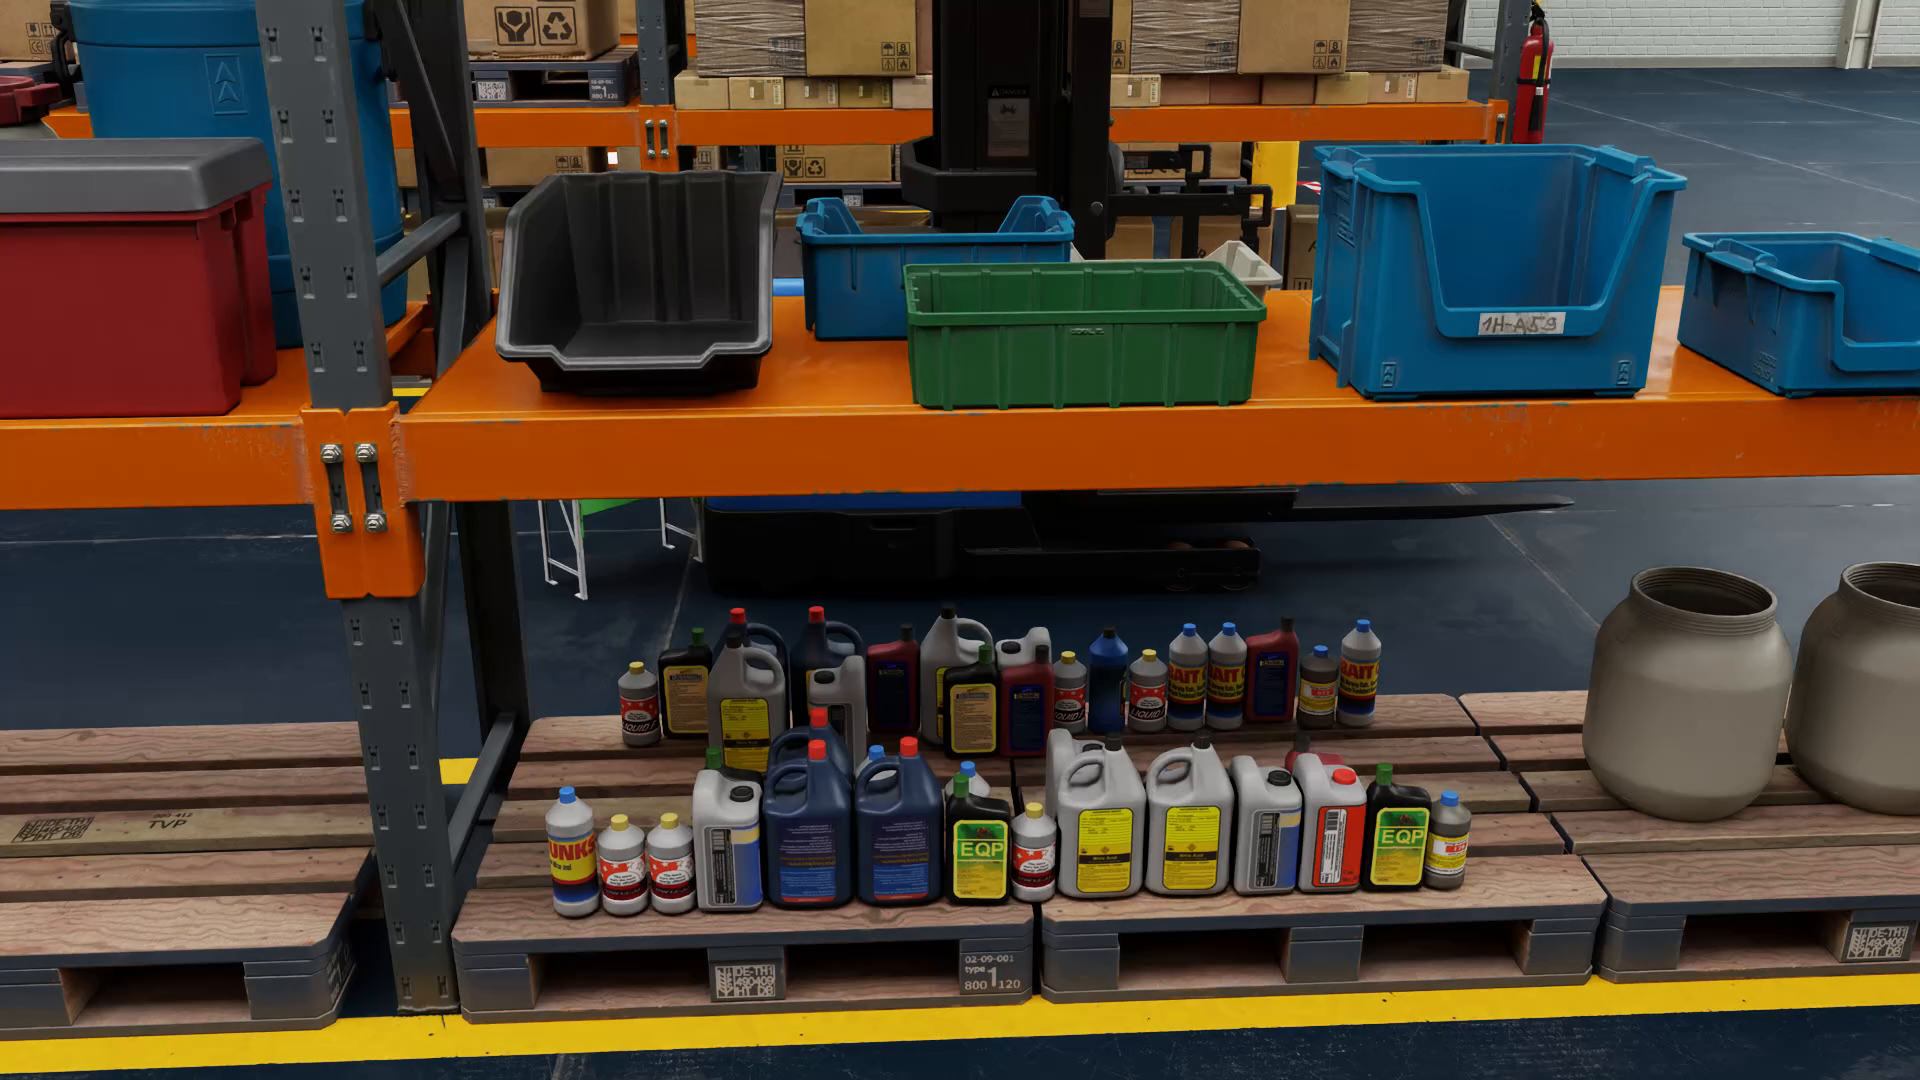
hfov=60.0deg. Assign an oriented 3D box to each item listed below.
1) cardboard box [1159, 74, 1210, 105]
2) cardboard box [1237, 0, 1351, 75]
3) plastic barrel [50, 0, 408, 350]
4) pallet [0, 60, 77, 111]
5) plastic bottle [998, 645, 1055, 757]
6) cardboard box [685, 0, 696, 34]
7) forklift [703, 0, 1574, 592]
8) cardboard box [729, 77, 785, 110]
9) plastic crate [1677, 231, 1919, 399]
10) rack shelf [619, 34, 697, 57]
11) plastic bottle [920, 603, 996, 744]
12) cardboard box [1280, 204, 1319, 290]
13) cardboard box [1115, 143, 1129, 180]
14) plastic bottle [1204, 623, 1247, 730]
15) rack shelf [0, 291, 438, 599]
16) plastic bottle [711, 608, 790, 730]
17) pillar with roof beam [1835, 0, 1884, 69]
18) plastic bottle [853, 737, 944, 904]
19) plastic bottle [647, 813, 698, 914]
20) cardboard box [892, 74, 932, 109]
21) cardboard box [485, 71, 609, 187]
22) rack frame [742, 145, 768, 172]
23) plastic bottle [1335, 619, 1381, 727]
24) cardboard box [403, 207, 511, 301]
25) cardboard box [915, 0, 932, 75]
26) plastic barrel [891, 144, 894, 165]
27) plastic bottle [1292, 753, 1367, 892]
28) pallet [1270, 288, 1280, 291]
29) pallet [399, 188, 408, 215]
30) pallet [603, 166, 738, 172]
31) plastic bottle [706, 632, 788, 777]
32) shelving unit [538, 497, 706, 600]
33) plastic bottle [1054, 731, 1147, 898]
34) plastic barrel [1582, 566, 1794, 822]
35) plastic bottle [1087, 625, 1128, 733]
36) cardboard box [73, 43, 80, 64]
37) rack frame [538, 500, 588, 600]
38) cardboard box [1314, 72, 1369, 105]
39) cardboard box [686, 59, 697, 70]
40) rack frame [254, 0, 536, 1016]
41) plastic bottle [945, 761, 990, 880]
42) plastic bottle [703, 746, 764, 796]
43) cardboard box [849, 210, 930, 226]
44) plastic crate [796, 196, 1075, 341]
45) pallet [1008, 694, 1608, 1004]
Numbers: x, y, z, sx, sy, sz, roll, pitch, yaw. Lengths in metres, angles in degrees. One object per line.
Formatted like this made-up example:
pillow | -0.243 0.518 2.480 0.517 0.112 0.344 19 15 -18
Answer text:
cardboard box | 1.044 -2.194 8.021 0.250 0.149 0.380 -1 21 -3
cardboard box | 1.521 -2.553 8.053 0.500 0.500 0.875 -1 21 -3
plastic barrel | -1.550 -0.915 3.604 0.708 0.901 0.600 -1 21 -3
pallet | -4.718 -2.222 8.011 1.003 0.211 1.213 -1 21 -3
plastic bottle | 0.163 0.393 4.073 0.133 0.283 0.061 -1 21 -3
cardboard box | -2.117 -4.046 12.391 0.500 0.500 0.500 -1 21 -3
forklift | 0.629 -1.382 5.630 3.031 2.935 1.130 -1 21 -3
cardboard box | -0.947 -2.121 7.829 0.250 0.149 0.380 -1 21 -3
plastic crate | 1.715 -0.465 3.336 0.408 0.251 0.499 -1 21 -3
rack shelf | -3.608 -3.728 12.707 4.000 0.370 1.077 -1 21 -3
plastic bottle | -0.006 0.325 4.155 0.185 0.351 0.144 -1 21 -3
cardboard box | 1.940 -1.443 8.618 0.500 0.500 0.500 3 21 7
cardboard box | 0.830 -3.333 13.056 0.875 0.875 0.875 -1 21 -4
plastic bottle | 0.677 0.340 4.228 0.097 0.271 0.097 0 21 0
rack shelf | -3.144 -0.204 3.452 4.000 0.370 1.077 -1 21 -3
plastic bottle | -0.520 0.336 4.128 0.185 0.351 0.144 -2 21 -4
pillar with roof beam | 13.191 -9.529 18.503 0.400 9.000 9.100 -1 21 -3
plastic bottle | -0.129 0.579 3.490 0.185 0.351 0.144 -2 21 -5
plastic bottle | -0.601 0.666 3.470 0.097 0.201 0.097 0 21 0
cardboard box | -0.198 -2.135 7.866 0.250 0.149 0.380 -1 21 -3
cardboard box | -3.190 -3.186 12.846 0.750 0.750 1.050 -1 21 -3
rack frame | -1.612 -4.104 12.686 0.127 3.000 1.000 -1 21 -3
plastic bottle | 1.019 0.333 4.246 0.097 0.271 0.097 0 21 0
cardboard box | -2.521 -1.370 8.398 0.500 0.500 0.700 -1 21 -3
cardboard box | 0.018 -2.557 8.063 0.500 0.500 0.875 -1 21 -3
plastic barrel | -0.567 -3.468 14.636 0.421 0.421 0.512 15 25 34
plastic bottle | 0.785 0.594 3.556 0.135 0.276 0.152 -1 21 -3
pallet | 1.675 -1.113 8.748 1.213 0.211 1.003 -1 21 -3
pallet | -4.814 -2.709 12.940 1.213 0.211 1.003 -1 21 -3
pallet | -2.378 -2.759 13.070 1.213 0.211 1.003 -1 21 -3
plastic bottle | -0.512 0.387 3.993 0.185 0.351 0.144 -1 21 -3
shelving unit | -1.168 -0.451 5.618 0.503 1.200 0.258 -19 28 -41
plastic bottle | 0.296 0.570 3.513 0.185 0.351 0.144 -1 21 -3
plastic barrel | 1.694 0.355 3.879 0.421 0.512 0.421 0 21 0
plastic bottle | 0.374 0.346 4.211 0.097 0.271 0.097 0 21 0
cardboard box | -3.737 -2.338 7.666 0.500 0.250 0.500 -2 21 -5
rack frame | -1.342 -0.390 5.459 0.015 1.200 0.240 -19 28 -41
cardboard box | 1.795 -2.197 8.029 0.250 0.149 0.380 -1 21 -3
cardboard box | -1.232 -2.332 8.383 0.250 0.149 0.380 -1 21 -3
rack frame | -1.147 -0.581 3.431 0.127 3.000 1.000 -1 21 -3
plastic bottle | 0.016 0.599 3.547 0.097 0.271 0.097 0 21 0
plastic bottle | -0.489 0.578 3.586 0.133 0.283 0.061 -1 21 -3
cardboard box | -0.456 -1.377 8.444 0.500 0.500 0.500 5 22 14
plastic crate | -0.057 -0.630 3.770 0.616 0.251 0.499 -1 21 -3
pallet | 0.747 0.698 3.992 1.213 0.211 1.003 -1 21 -3
